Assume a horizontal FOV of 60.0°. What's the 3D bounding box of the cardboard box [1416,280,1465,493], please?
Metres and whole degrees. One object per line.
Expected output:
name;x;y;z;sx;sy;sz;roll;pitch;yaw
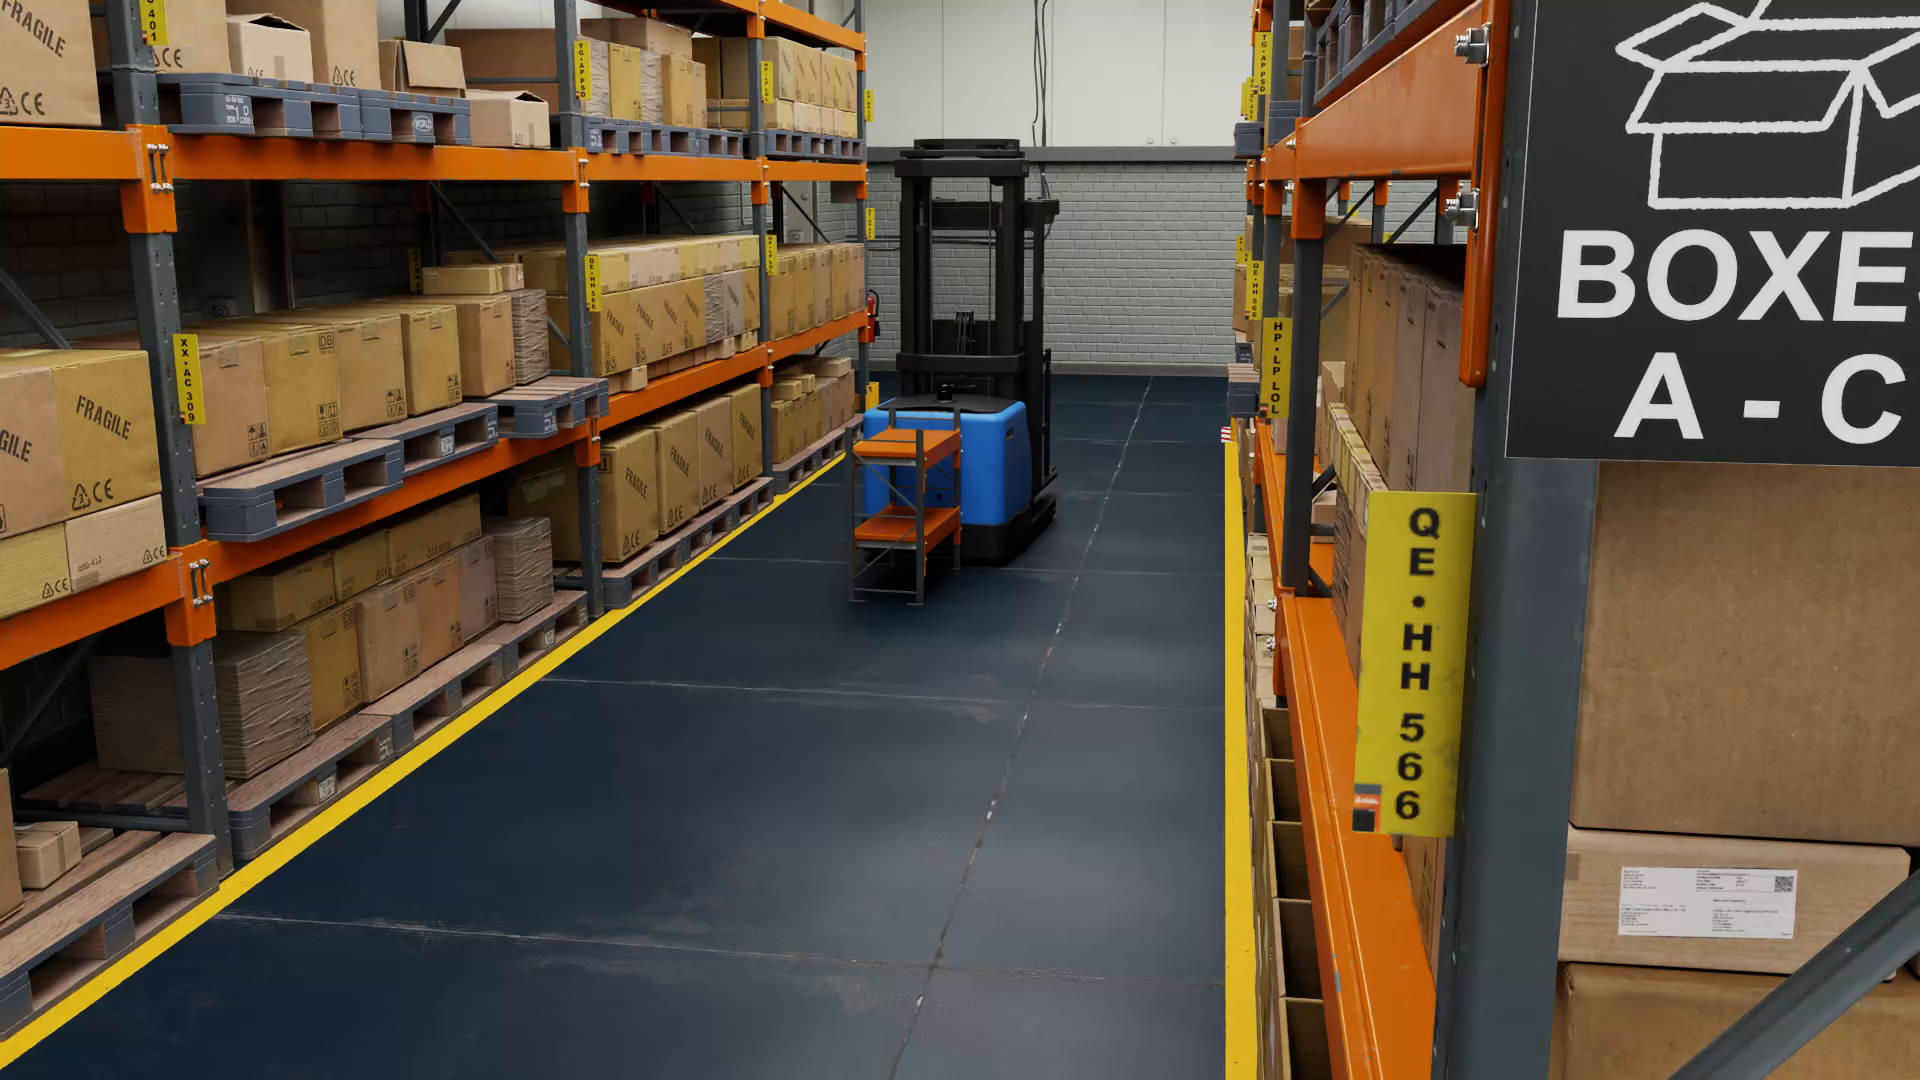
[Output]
cardboard box;1.196;-0.187;2.923;0.700;0.500;0.500;2;12;9

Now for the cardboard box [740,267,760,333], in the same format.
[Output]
cardboard box;-1.920;-1.939;13.378;0.500;0.500;0.500;2;12;8

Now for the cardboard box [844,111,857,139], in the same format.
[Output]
cardboard box;-1.333;-4.158;16.668;0.500;0.250;0.500;2;12;10

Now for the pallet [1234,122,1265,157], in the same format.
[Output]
pallet;2.471;-2.704;11.247;1.213;0.211;1.003;2;12;9

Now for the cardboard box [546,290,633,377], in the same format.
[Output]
cardboard box;-2.386;-1.303;10.429;0.500;0.500;0.500;2;12;10

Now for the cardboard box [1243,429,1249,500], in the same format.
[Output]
cardboard box;2.482;-0.579;12.951;0.500;0.500;0.500;1;12;6

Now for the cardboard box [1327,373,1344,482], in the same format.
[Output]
cardboard box;1.859;-0.436;7.159;0.500;0.500;0.500;2;12;9

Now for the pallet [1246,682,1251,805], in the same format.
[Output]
pallet;1.827;0.940;7.631;1.003;0.211;1.213;2;12;9

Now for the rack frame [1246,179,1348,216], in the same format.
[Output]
rack frame;3.412;-2.512;17.029;1.000;3.000;0.127;2;12;9

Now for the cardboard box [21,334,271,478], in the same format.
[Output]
cardboard box;-3.217;-0.542;6.608;0.700;0.500;0.500;2;12;9

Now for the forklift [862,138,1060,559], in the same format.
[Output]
forklift;0.145;-1.562;12.783;1.130;2.935;3.031;3;12;13

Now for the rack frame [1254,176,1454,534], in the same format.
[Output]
rack frame;2.182;-0.846;9.301;1.000;3.000;0.127;2;12;9

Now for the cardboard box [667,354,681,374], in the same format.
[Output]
cardboard box;-2.209;-1.274;11.833;0.380;0.149;0.250;2;12;9

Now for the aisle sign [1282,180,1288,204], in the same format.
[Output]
aisle sign;3.133;-3.806;16.865;0.394;0.787;0.004;2;12;9

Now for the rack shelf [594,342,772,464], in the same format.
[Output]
rack shelf;-2.406;-1.071;12.050;1.077;0.370;4.000;2;12;9

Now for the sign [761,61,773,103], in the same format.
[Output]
sign;-1.561;-3.696;13.430;0.100;0.325;0.005;2;12;9

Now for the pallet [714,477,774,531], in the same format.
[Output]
pallet;-2.142;-0.313;13.443;1.003;0.211;1.213;2;12;9

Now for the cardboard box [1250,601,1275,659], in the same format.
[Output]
cardboard box;1.579;0.440;7.528;0.500;0.311;0.500;2;12;8

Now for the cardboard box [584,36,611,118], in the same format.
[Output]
cardboard box;-2.666;-2.951;10.666;0.700;0.500;0.500;1;12;6

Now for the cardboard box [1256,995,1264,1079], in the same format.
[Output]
cardboard box;1.032;1.420;4.316;0.500;0.250;0.500;2;12;9

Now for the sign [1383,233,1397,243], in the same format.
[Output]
sign;3.346;-2.228;12.963;0.100;0.325;0.005;2;12;9

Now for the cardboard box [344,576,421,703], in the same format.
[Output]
cardboard box;-3.084;0.465;8.103;0.700;0.500;0.500;2;12;9

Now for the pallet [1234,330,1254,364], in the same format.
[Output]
pallet;2.566;-1.422;12.430;1.003;0.211;1.213;2;12;9

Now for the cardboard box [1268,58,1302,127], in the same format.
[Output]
cardboard box;2.216;-2.454;9.401;0.910;0.500;0.500;2;12;9

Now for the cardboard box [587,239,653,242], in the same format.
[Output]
cardboard box;-2.572;-2.109;12.387;0.500;0.250;0.500;1;12;7

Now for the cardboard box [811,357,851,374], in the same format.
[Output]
cardboard box;-1.332;-1.790;17.078;0.380;0.149;0.250;2;12;8

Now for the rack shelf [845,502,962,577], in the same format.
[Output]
rack shelf;-0.358;-0.013;11.044;0.538;0.278;1.000;3;12;13

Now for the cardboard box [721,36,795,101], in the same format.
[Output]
cardboard box;-1.712;-3.992;14.119;0.500;0.500;0.500;2;12;8

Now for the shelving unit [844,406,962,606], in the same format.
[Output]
shelving unit;-0.358;-0.252;10.993;0.538;1.125;1.048;3;12;13

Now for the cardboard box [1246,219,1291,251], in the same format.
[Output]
cardboard box;2.851;-2.647;15.044;0.500;0.500;0.500;2;12;8

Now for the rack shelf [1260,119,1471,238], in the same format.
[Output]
rack shelf;1.874;-1.545;7.129;1.077;0.370;4.000;2;12;9

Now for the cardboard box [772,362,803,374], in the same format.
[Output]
cardboard box;-1.786;-1.698;16.649;0.380;0.149;0.250;2;12;9

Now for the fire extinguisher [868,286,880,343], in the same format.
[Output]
fire extinguisher;-1.004;-2.468;17.894;0.296;0.674;0.183;2;12;9

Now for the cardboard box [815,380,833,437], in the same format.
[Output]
cardboard box;-1.646;-1.297;16.328;0.700;0.500;0.500;1;12;7

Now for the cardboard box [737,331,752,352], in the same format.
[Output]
cardboard box;-1.886;-1.593;13.314;0.380;0.149;0.250;2;12;10

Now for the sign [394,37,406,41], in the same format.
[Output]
sign;-3.261;-2.784;9.755;0.100;0.325;0.005;2;12;9

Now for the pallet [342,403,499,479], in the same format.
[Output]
pallet;-2.977;-0.499;8.144;1.003;0.211;1.213;2;12;9

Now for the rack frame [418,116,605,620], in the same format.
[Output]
rack frame;-2.713;-1.006;10.042;1.000;3.000;0.127;2;12;9

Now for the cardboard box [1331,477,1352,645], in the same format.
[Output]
cardboard box;1.505;0.030;4.997;0.700;0.500;0.500;2;12;7

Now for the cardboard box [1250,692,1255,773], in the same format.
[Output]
cardboard box;1.502;0.818;7.110;0.500;0.250;0.500;2;12;10

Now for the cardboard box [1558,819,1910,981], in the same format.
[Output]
cardboard box;0.822;0.367;1.893;0.380;0.149;0.250;2;12;8

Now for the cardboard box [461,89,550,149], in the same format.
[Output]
cardboard box;-2.557;-2.280;8.998;0.500;0.311;0.500;2;12;9

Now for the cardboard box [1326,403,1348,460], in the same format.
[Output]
cardboard box;1.334;-0.330;5.128;0.380;0.149;0.250;2;12;9

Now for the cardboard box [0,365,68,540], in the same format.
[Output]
cardboard box;-3.167;-0.264;5.127;0.500;0.500;0.500;2;12;8

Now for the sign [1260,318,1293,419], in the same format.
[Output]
sign;1.029;-0.557;5.396;0.100;0.325;0.005;2;12;9

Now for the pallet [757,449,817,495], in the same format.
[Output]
pallet;-1.904;-0.631;14.923;1.003;0.211;1.213;2;12;9

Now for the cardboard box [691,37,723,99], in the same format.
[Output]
cardboard box;-2.221;-4.006;14.182;0.500;0.500;0.500;2;12;8

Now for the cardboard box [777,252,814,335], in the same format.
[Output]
cardboard box;-1.881;-2.250;15.100;0.980;0.700;0.700;2;12;7

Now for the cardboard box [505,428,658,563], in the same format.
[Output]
cardboard box;-2.471;-0.309;10.915;0.750;0.750;0.750;2;12;8

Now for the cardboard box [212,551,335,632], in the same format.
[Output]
cardboard box;-3.168;0.221;7.456;0.500;0.250;0.500;2;12;7

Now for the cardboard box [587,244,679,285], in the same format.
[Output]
cardboard box;-2.234;-1.879;11.322;0.500;0.250;0.500;2;12;9

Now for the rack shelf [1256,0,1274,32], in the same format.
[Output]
rack shelf;2.489;-3.648;10.719;1.077;0.370;4.000;2;12;9

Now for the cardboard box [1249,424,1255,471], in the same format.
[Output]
cardboard box;2.251;-0.633;11.422;0.500;0.250;0.500;2;12;8
